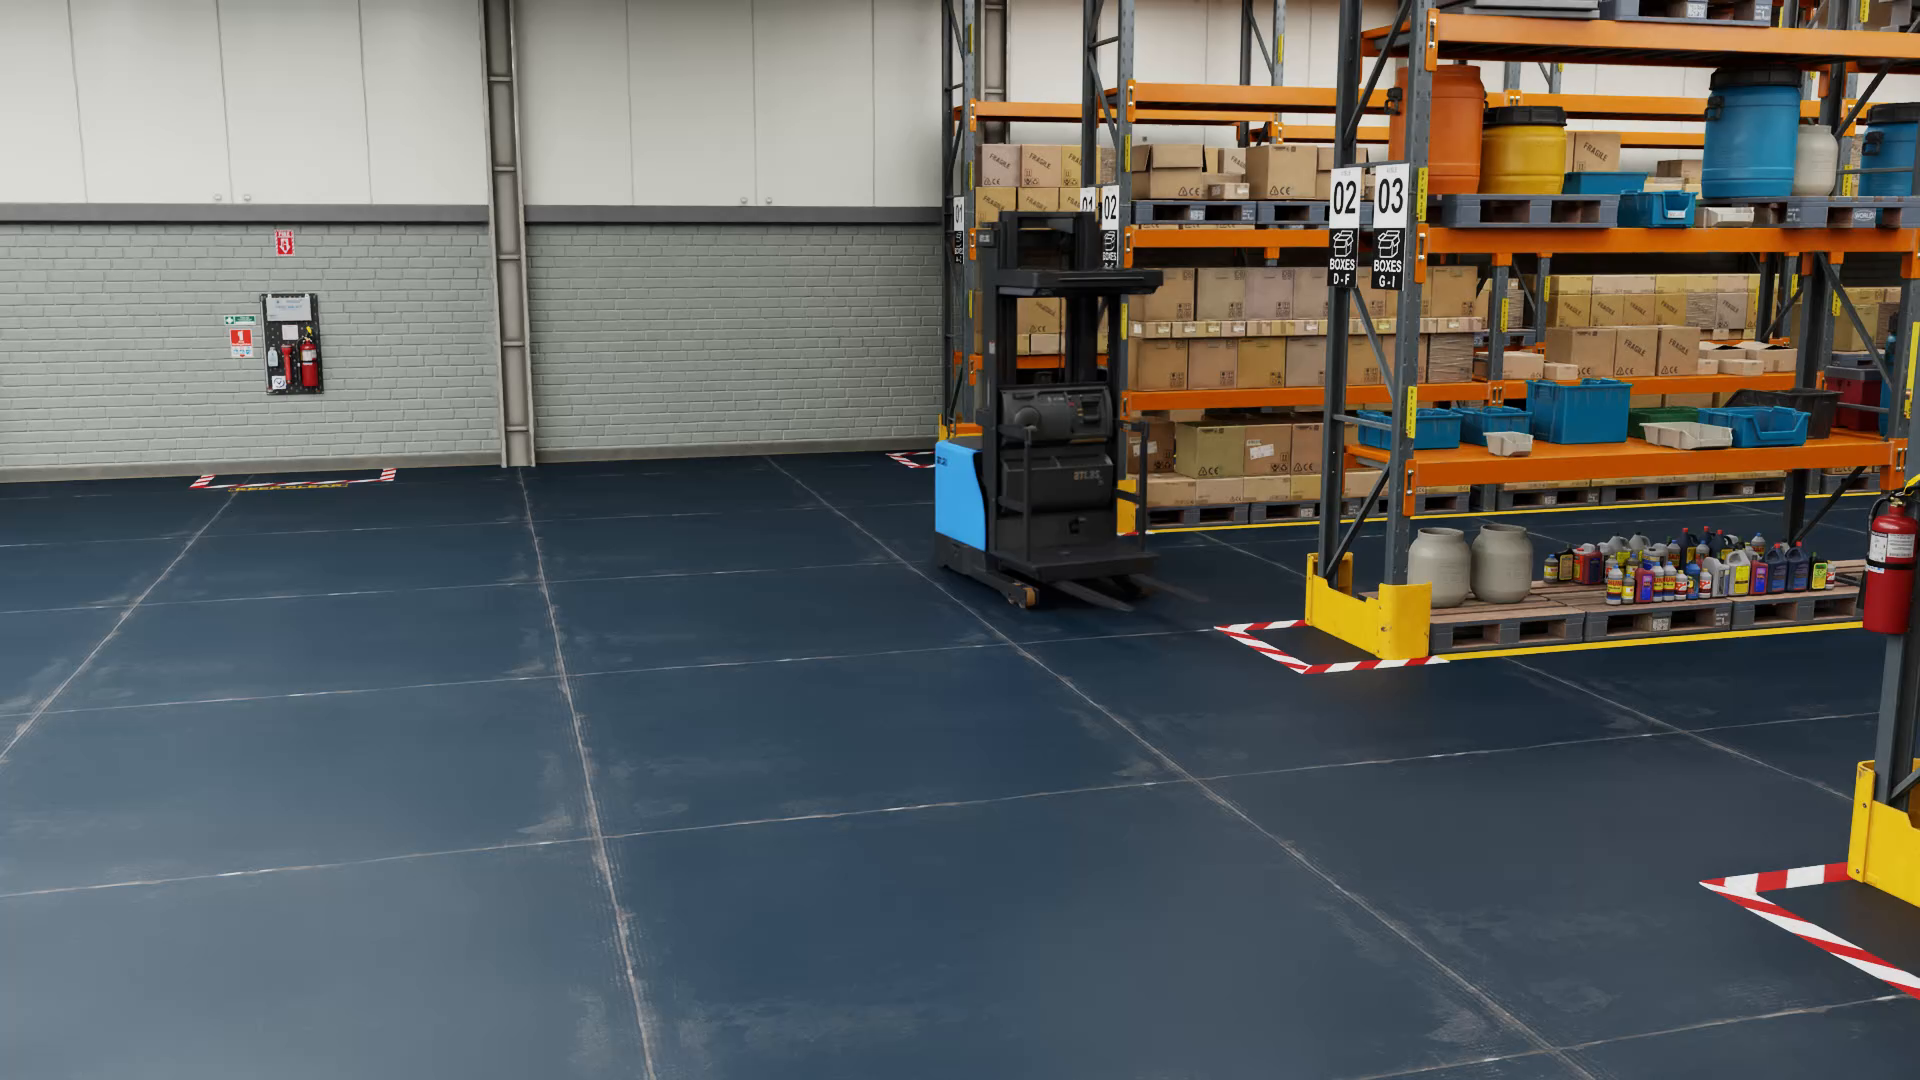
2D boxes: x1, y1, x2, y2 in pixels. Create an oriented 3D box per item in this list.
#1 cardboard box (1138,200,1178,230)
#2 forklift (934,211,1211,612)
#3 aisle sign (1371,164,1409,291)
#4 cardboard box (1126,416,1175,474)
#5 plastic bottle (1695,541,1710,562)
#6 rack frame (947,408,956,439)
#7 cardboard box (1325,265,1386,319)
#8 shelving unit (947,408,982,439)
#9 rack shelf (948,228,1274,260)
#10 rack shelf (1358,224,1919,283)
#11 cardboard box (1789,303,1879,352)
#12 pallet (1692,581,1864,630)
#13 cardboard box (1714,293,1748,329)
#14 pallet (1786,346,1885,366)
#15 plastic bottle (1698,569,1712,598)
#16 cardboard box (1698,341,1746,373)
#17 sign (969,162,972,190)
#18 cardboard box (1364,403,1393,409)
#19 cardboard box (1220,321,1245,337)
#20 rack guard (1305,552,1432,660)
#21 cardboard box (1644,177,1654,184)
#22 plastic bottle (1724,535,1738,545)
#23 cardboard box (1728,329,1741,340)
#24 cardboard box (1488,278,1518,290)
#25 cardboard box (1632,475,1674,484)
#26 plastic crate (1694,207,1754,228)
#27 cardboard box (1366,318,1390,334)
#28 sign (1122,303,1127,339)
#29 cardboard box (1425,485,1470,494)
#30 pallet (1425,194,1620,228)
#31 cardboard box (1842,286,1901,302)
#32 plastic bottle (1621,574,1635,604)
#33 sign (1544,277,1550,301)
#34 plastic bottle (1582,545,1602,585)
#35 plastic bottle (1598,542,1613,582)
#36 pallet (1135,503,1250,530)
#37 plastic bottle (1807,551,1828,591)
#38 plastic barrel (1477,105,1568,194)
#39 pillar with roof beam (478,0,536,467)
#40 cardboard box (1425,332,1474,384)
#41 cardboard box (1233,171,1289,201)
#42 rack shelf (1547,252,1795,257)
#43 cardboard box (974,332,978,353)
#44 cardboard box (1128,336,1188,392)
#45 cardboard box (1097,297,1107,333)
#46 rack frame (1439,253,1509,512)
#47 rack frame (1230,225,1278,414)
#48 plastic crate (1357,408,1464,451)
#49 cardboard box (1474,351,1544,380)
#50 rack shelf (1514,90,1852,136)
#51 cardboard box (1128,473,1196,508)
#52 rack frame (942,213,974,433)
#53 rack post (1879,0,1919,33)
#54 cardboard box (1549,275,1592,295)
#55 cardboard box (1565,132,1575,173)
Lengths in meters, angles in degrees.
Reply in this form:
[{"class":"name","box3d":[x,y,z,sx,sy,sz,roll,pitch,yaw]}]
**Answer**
[{"class":"cardboard box","box3d":[2.387,-4.111,20.680,0.500,0.500,0.500,-3,11,-18]},{"class":"forklift","box3d":[0.841,-1.013,12.656,1.130,2.935,3.031,-5,11,-24]},{"class":"aisle sign","box3d":[2.755,-2.003,10.664,0.004,0.787,0.394,-3,11,-16]},{"class":"cardboard box","box3d":[1.793,-0.942,16.445,0.500,0.500,0.500,-3,11,-16]},{"class":"plastic bottle","box3d":[5.586,0.141,12.518,0.097,0.271,0.097,0,10,0]},{"class":"rack frame","box3d":[-0.075,-0.586,15.120,0.015,1.200,0.240,-3,11,-16]},{"class":"cardboard box","box3d":[3.812,-2.455,16.442,0.500,0.500,0.700,-3,11,-16]},{"class":"shelving unit","box3d":[0.159,-0.598,15.187,0.503,1.200,0.258,-3,11,-16]},{"class":"rack shelf","box3d":[1.893,-3.724,20.894,4.000,0.370,1.077,-3,11,-16]},{"class":"rack shelf","box3d":[4.662,-2.001,11.539,4.000,0.370,1.077,-3,11,-16]},{"class":"cardboard box","box3d":[9.615,-2.352,18.305,0.500,0.500,0.700,-7,13,-35]},{"class":"pallet","box3d":[5.926,0.417,12.402,1.213,0.211,1.003,-3,11,-16]},{"class":"cardboard box","box3d":[10.635,-3.219,23.297,0.500,0.500,0.500,-3,11,-15]},{"class":"pallet","box3d":[9.673,-1.997,18.343,1.003,0.211,1.213,-3,11,-16]},{"class":"plastic bottle","box3d":[5.288,0.306,11.819,0.097,0.201,0.097,0,10,0]},{"class":"cardboard box","box3d":[8.129,-1.989,18.018,0.500,0.311,0.500,-3,11,-17]},{"class":"sign","box3d":[0.125,-4.312,19.687,0.005,0.325,0.100,-3,11,-16]},{"class":"cardboard box","box3d":[5.499,-1.784,22.346,0.500,0.500,0.700,-3,11,-15]},{"class":"cardboard box","box3d":[2.534,-2.029,15.920,0.250,0.149,0.380,-3,11,-17]},{"class":"rack guard","box3d":[2.802,0.439,11.487,0.348,0.500,1.175,-3,11,-16]},{"class":"cardboard box","box3d":[9.133,-4.743,22.952,0.500,0.500,0.700,-2,11,-13]},{"class":"plastic bottle","box3d":[5.851,0.103,12.713,0.135,0.276,0.152,-3,11,-14]},{"class":"cardboard box","box3d":[10.752,-2.906,23.390,0.250,0.149,0.380,-3,11,-14]},{"class":"cardboard box","box3d":[7.331,-3.468,22.519,0.250,0.149,0.380,-5,11,-23]},{"class":"cardboard box","box3d":[7.135,-0.752,17.484,0.500,0.250,0.500,-3,11,-15]},{"class":"plastic crate","box3d":[5.155,-2.175,11.224,0.396,0.136,0.243,-3,11,-16]},{"class":"cardboard box","box3d":[4.023,-2.108,16.351,0.250,0.149,0.380,-3,11,-16]},{"class":"sign","box3d":[1.511,-2.008,15.263,0.005,0.325,0.100,-3,11,-16]},{"class":"cardboard box","box3d":[4.818,-0.635,16.851,0.500,0.250,0.500,-3,11,-16]},{"class":"pallet","box3d":[3.564,-2.186,11.076,1.213,0.211,1.003,-3,11,-16]},{"class":"cardboard box","box3d":[13.418,-3.355,24.360,0.700,0.700,0.980,-4,11,-19]},{"class":"plastic bottle","box3d":[4.669,0.338,11.642,0.097,0.201,0.097,0,10,0]},{"class":"sign","box3d":[7.815,-3.342,22.142,0.005,0.325,0.100,-3,11,-16]},{"class":"plastic bottle","box3d":[4.663,0.182,12.263,0.133,0.283,0.061,-3,11,-16]},{"class":"plastic bottle","box3d":[4.766,0.160,12.403,0.135,0.276,0.152,-3,11,-18]},{"class":"pallet","box3d":[2.084,-0.315,16.376,1.213,0.211,1.003,-3,11,-16]},{"class":"plastic bottle","box3d":[6.213,0.220,12.057,0.133,0.283,0.061,-2,11,-13]},{"class":"plastic barrel","box3d":[3.801,-2.633,11.302,0.600,0.588,0.600,0,10,0]},{"class":"pillar with roof beam","box3d":[-4.154,-4.585,15.302,0.400,9.000,9.100,-3,11,-16]},{"class":"cardboard box","box3d":[4.777,-1.868,16.836,0.500,0.500,0.700,-3,11,-17]},{"class":"cardboard box","box3d":[2.927,-3.479,16.278,0.500,0.311,0.500,-2,11,-9]},{"class":"rack shelf","box3d":[9.574,-4.128,23.093,4.000,0.370,1.077,-3,11,-16]},{"class":"cardboard box","box3d":[0.368,-2.494,20.874,0.500,0.250,0.500,-3,11,-15]},{"class":"cardboard box","box3d":[1.813,-1.711,15.981,0.500,0.500,0.700,-3,11,-16]},{"class":"cardboard box","box3d":[1.491,-2.826,20.604,0.500,0.500,0.500,-3,11,-18]},{"class":"rack frame","box3d":[5.202,-1.842,16.973,0.127,3.000,1.000,-3,11,-16]},{"class":"rack frame","box3d":[3.814,-2.703,21.650,0.127,3.000,1.000,-3,11,-16]},{"class":"plastic crate","box3d":[3.139,-0.783,11.629,0.616,0.251,0.499,-3,11,-16]},{"class":"cardboard box","box3d":[5.662,-1.801,17.164,0.500,0.250,0.500,-2,11,-12]},{"class":"rack shelf","box3d":[7.122,-4.344,17.081,4.000,0.370,1.077,-3,11,-16]},{"class":"cardboard box","box3d":[1.938,-0.483,16.022,0.500,0.250,0.500,-3,11,-16]},{"class":"rack frame","box3d":[-0.027,-2.501,20.550,0.127,3.000,1.000,-3,11,-16]},{"class":"rack post","box3d":[8.449,-4.144,12.356,3.121,1.000,1.013,-3,11,-16]},{"class":"cardboard box","box3d":[8.190,-3.460,22.533,0.500,0.250,0.500,-3,11,-15]},{"class":"cardboard box","box3d":[5.805,-3.844,16.742,0.500,0.500,0.500,-3,11,-15]}]
